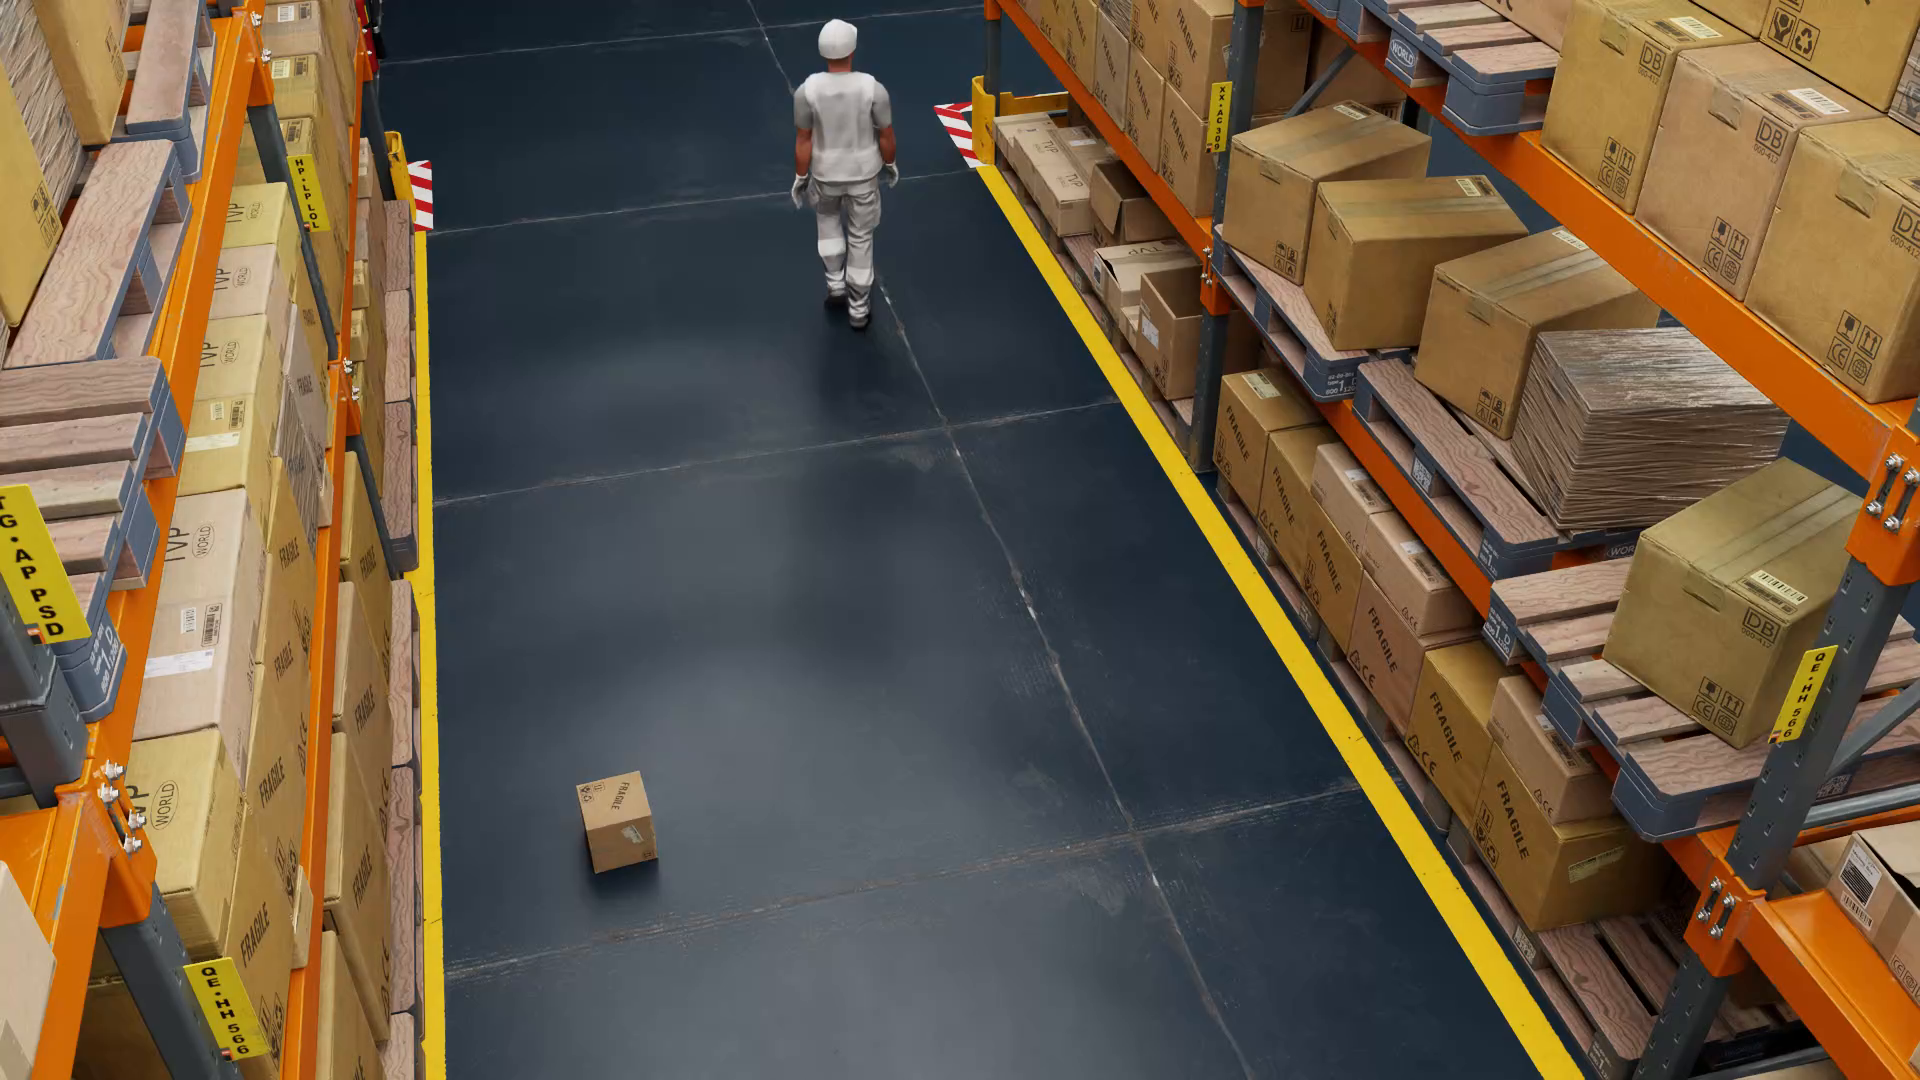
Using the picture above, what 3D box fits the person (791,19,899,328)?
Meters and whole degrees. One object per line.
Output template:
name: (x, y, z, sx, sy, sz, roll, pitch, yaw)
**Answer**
person: (-0.642, -2.057, 9.345, 0.589, 1.833, 0.501, 1, 38, 1)
